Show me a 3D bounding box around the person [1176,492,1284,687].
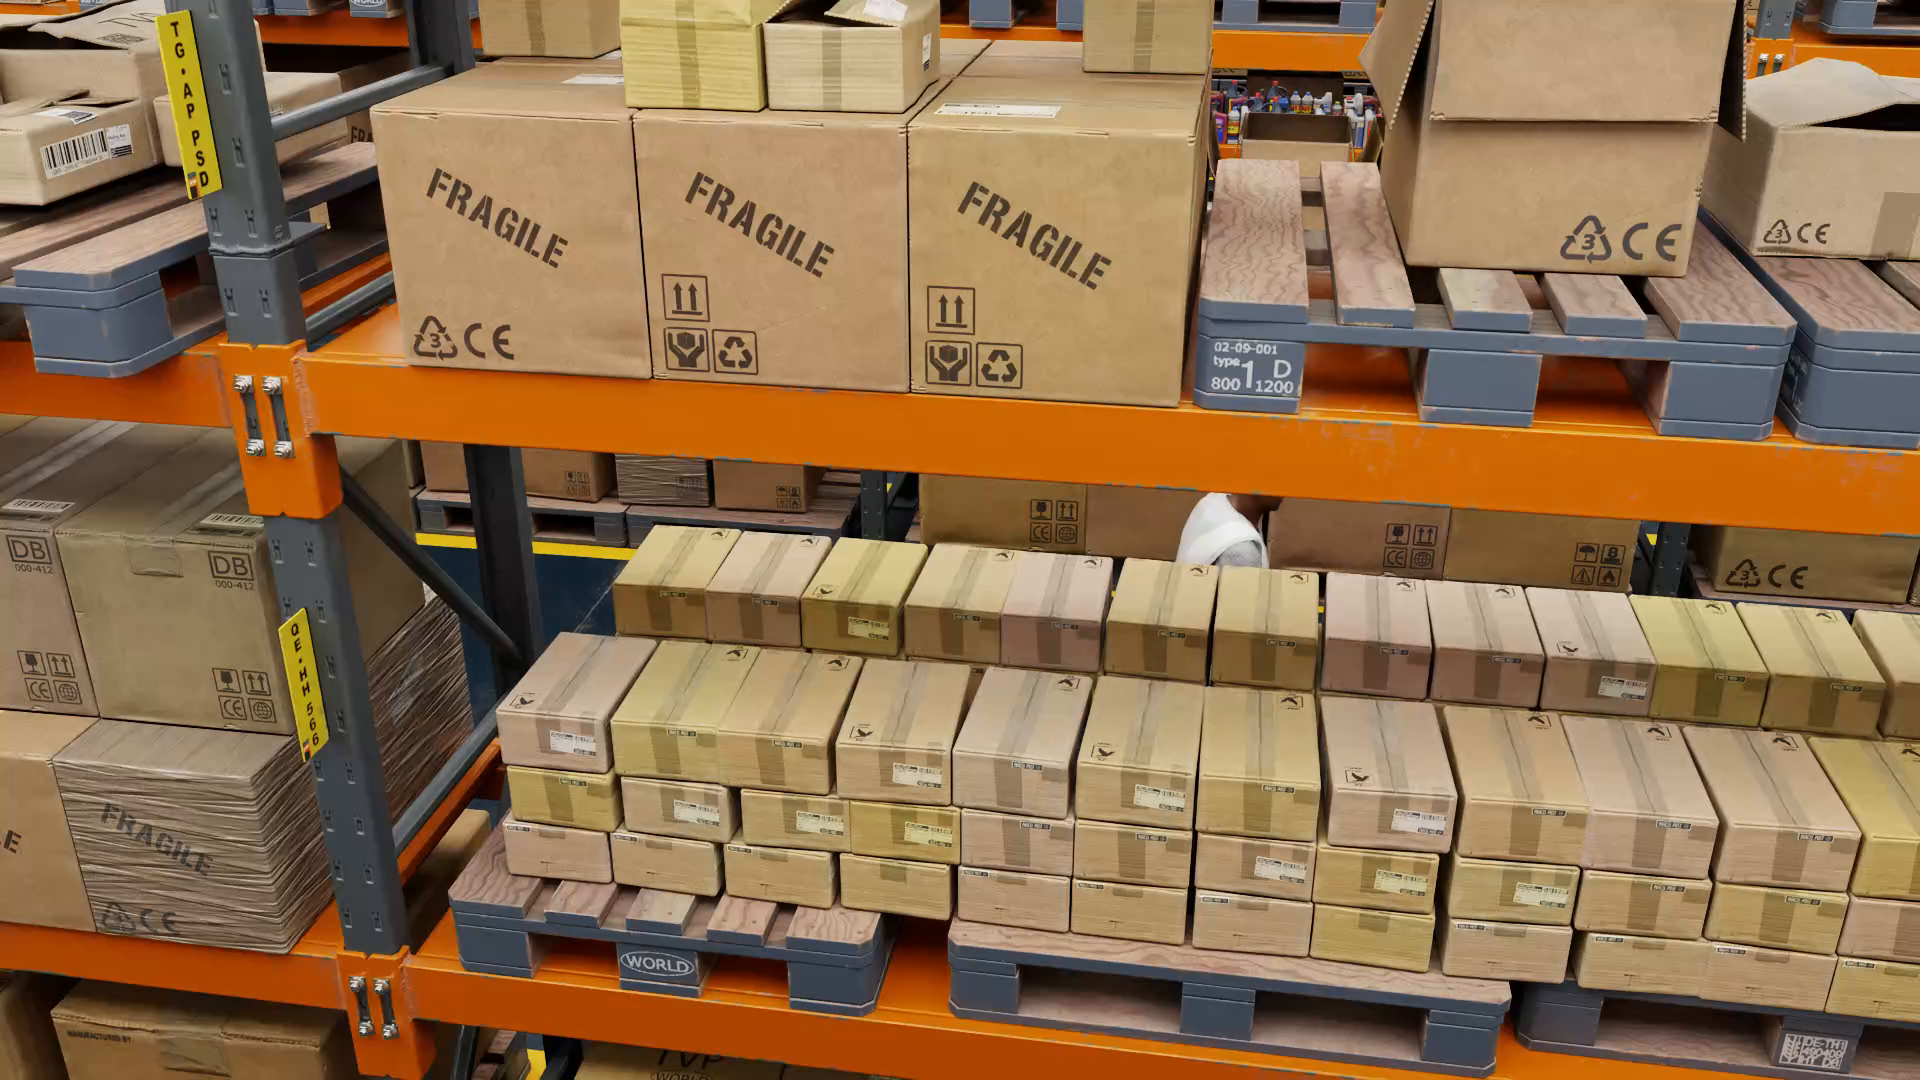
[{"bbox_3d":[0.989,0.441,6.133,0.443,1.775,0.631,3,25,6],"label":"person"}]
